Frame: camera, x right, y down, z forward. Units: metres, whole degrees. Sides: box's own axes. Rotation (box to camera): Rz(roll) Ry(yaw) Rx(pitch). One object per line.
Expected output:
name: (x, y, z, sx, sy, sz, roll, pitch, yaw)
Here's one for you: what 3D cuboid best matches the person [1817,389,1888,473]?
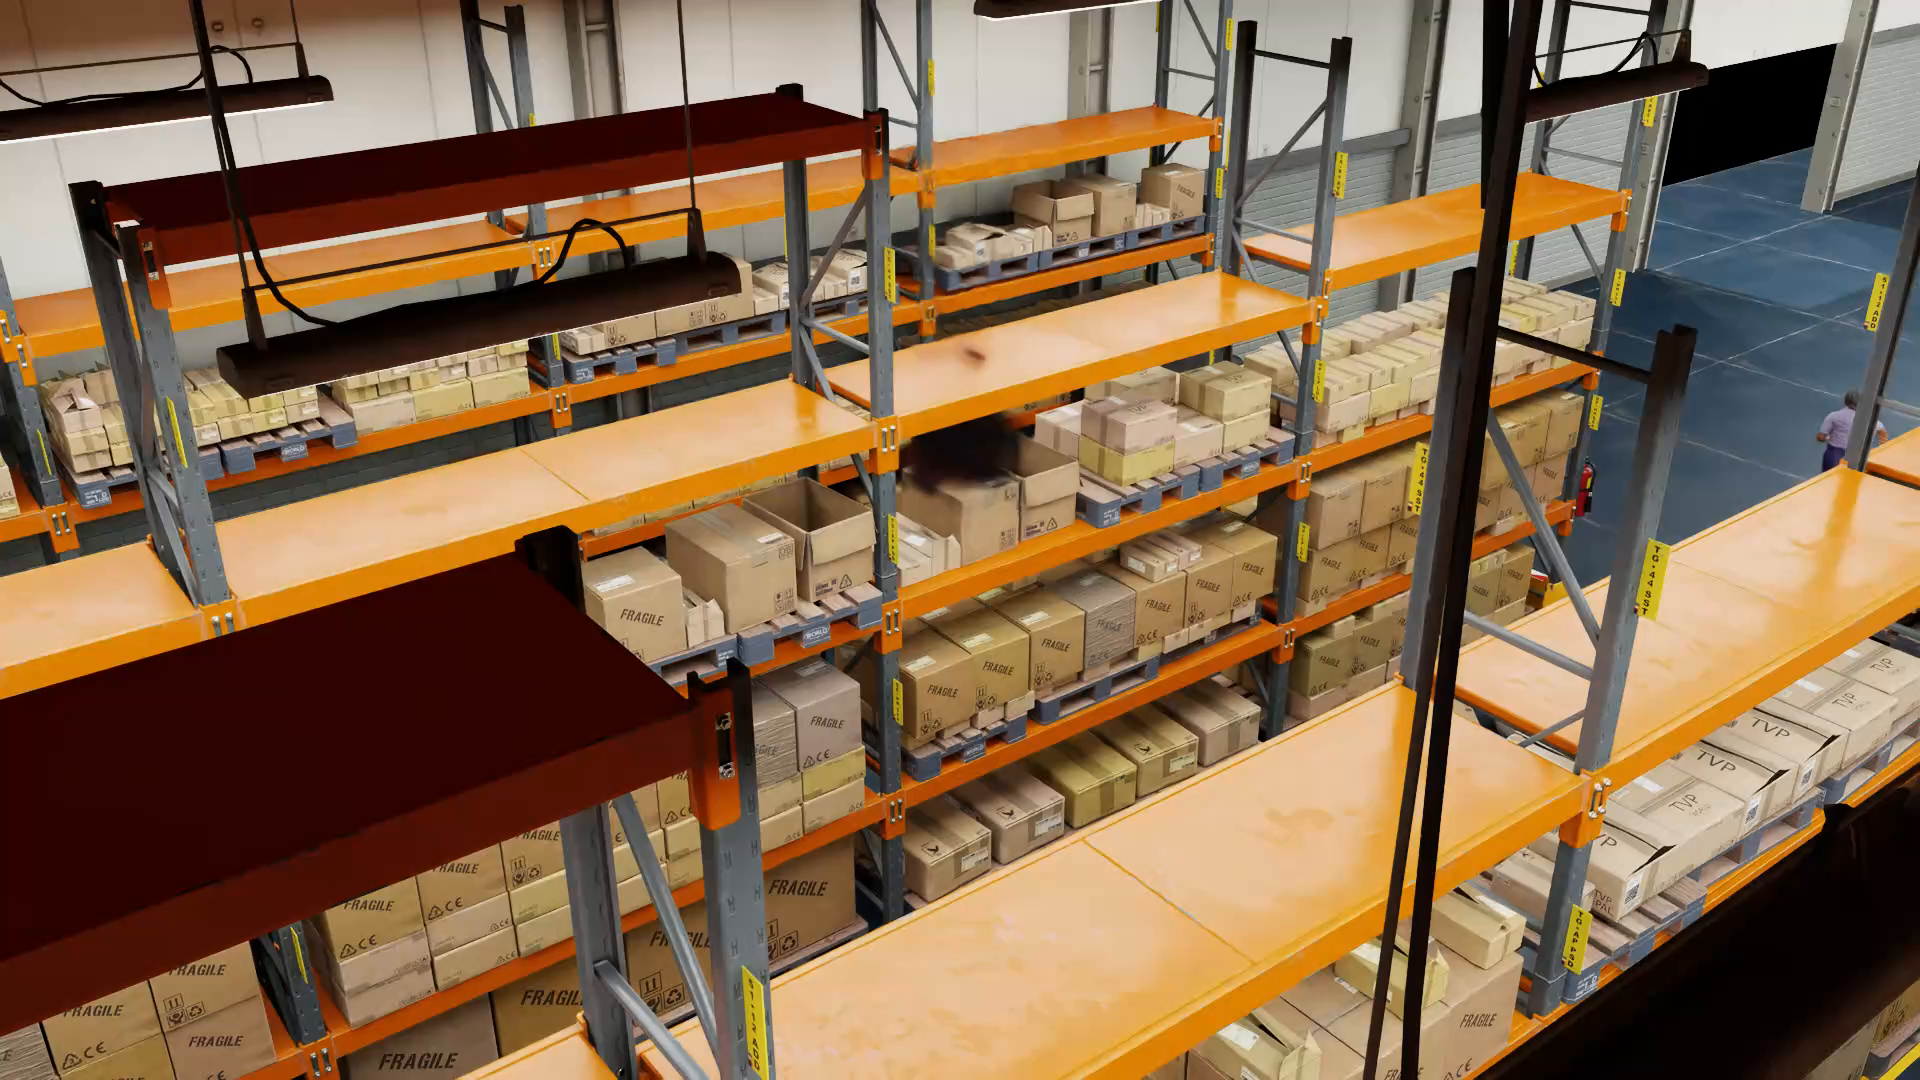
person: (9.627, -0.899, 18.101, 0.645, 1.515, 0.624, 7, 27, 15)
